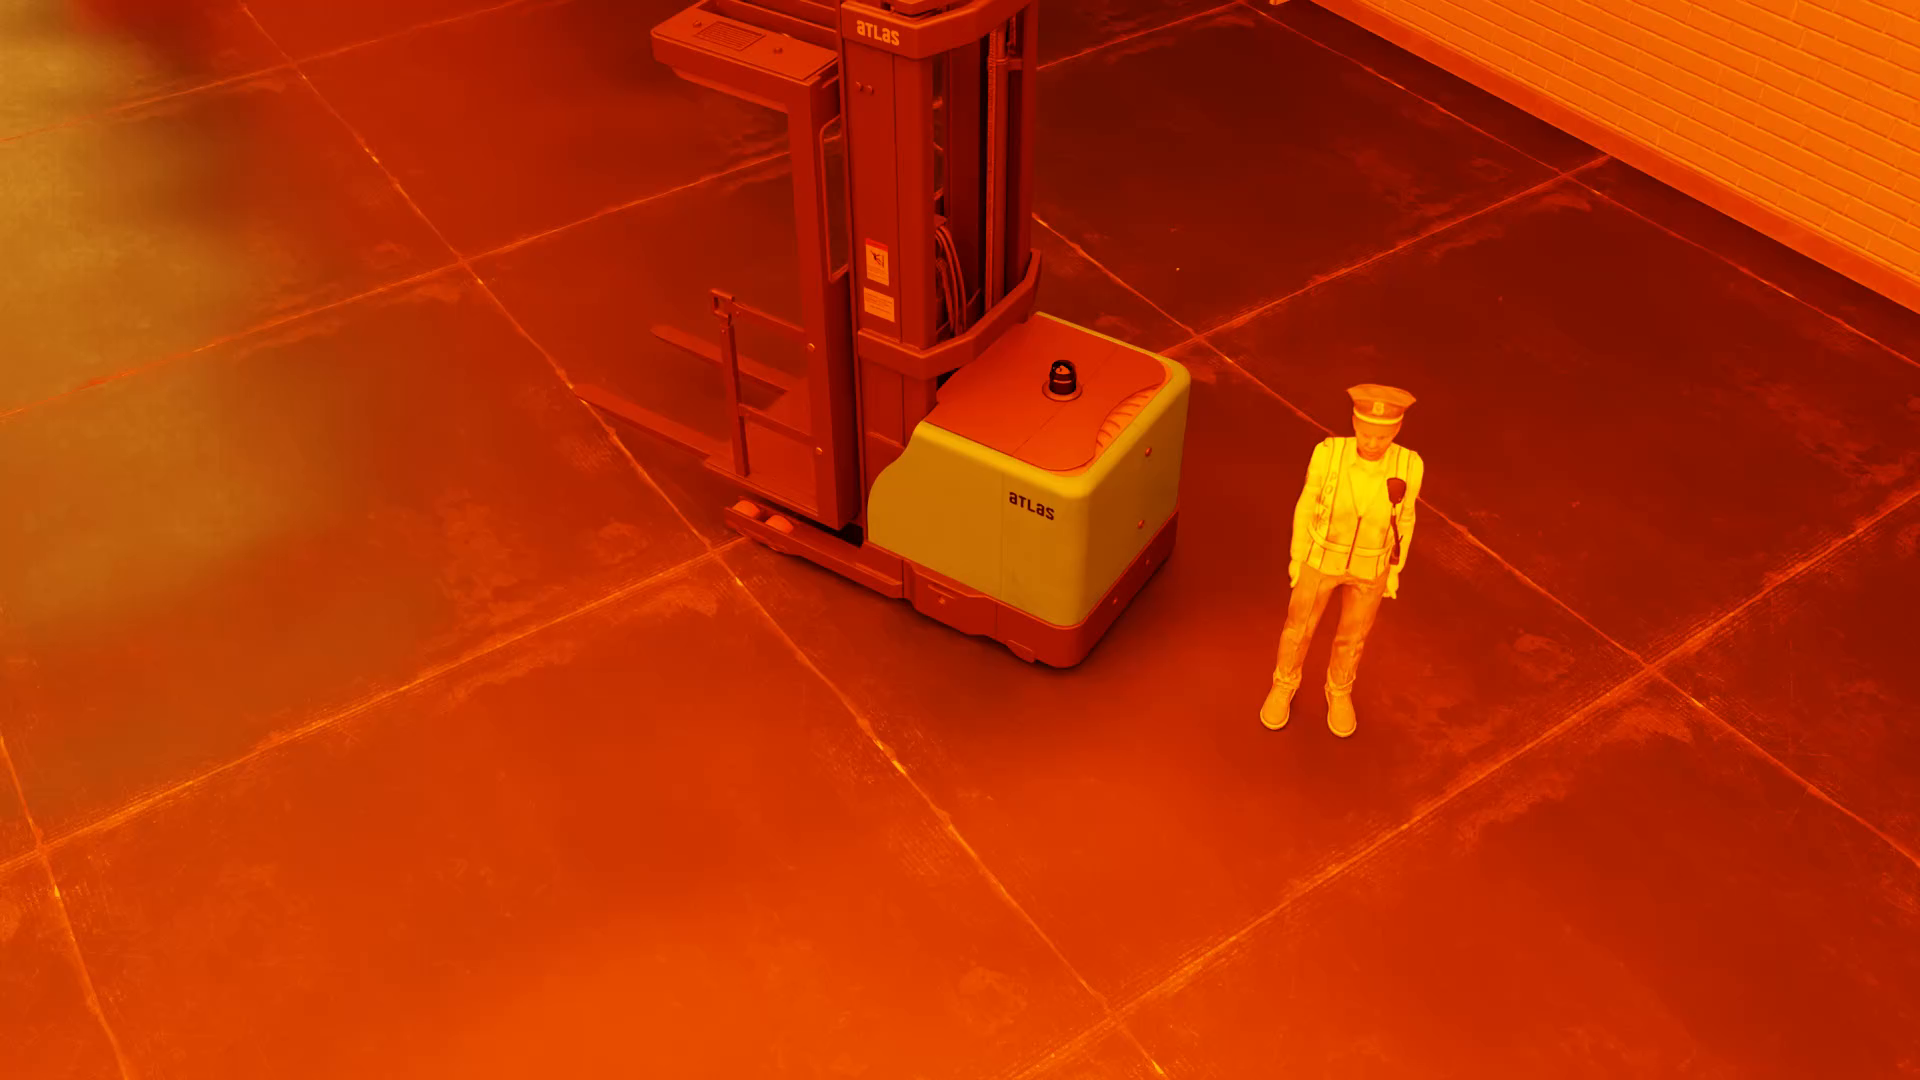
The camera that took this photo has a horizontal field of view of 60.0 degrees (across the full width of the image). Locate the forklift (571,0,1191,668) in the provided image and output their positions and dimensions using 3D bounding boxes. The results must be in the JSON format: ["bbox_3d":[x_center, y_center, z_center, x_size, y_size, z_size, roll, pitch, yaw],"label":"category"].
[{"bbox_3d":[-0.511,-1.302,7.129,3.031,2.935,1.130,24,48,24],"label":"forklift"}]

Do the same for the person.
[{"bbox_3d":[1.518,0.090,6.535,0.462,1.693,0.344,6,43,7],"label":"person"}]
